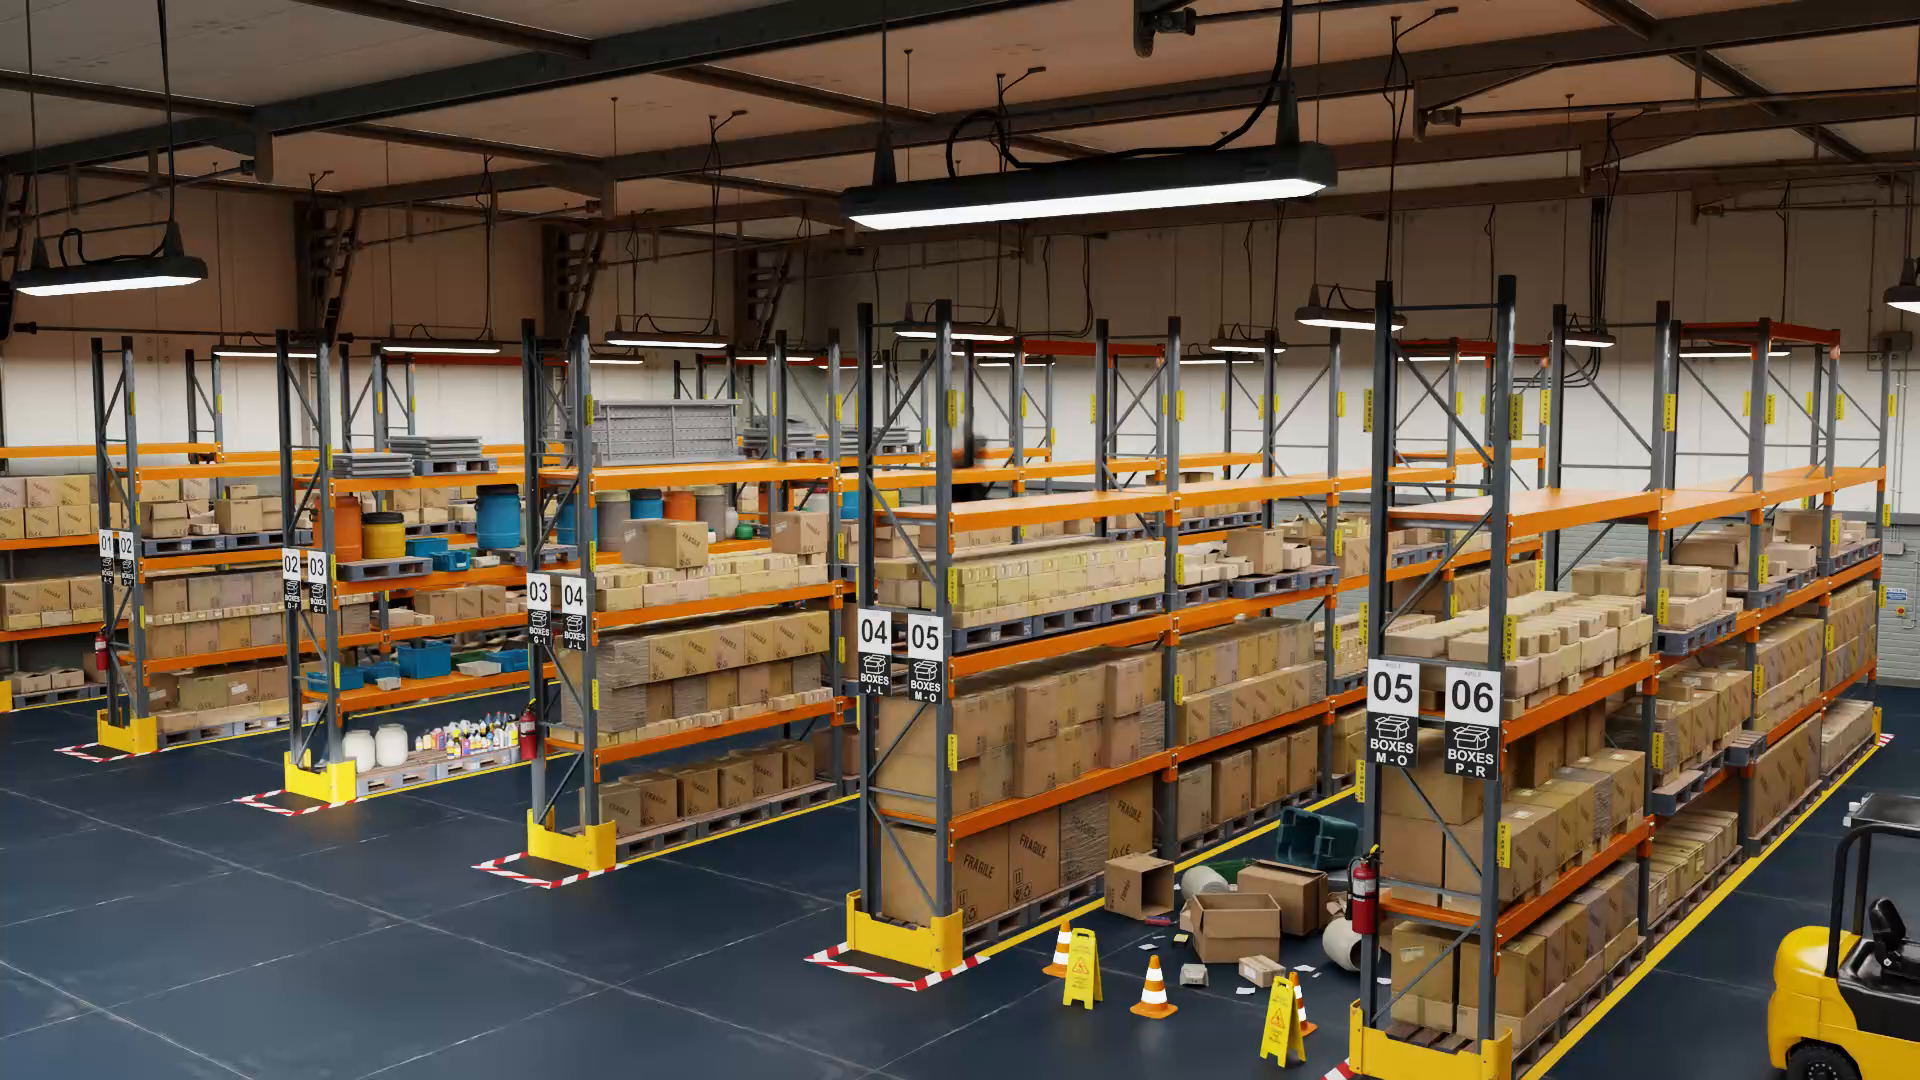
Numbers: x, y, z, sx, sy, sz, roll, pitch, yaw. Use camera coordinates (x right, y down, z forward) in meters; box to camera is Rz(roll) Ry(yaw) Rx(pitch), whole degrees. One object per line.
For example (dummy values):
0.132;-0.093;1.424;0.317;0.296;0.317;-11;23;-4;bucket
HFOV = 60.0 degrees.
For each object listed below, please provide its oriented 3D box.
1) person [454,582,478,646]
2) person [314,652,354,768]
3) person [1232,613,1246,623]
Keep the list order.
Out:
-9.091;1.633;30.729;0.684;1.713;0.828;3;6;32;person
-8.665;2.346;23.220;0.545;1.573;0.858;3;6;32;person
4.230;1.916;25.199;0.589;1.681;0.835;3;6;33;person
